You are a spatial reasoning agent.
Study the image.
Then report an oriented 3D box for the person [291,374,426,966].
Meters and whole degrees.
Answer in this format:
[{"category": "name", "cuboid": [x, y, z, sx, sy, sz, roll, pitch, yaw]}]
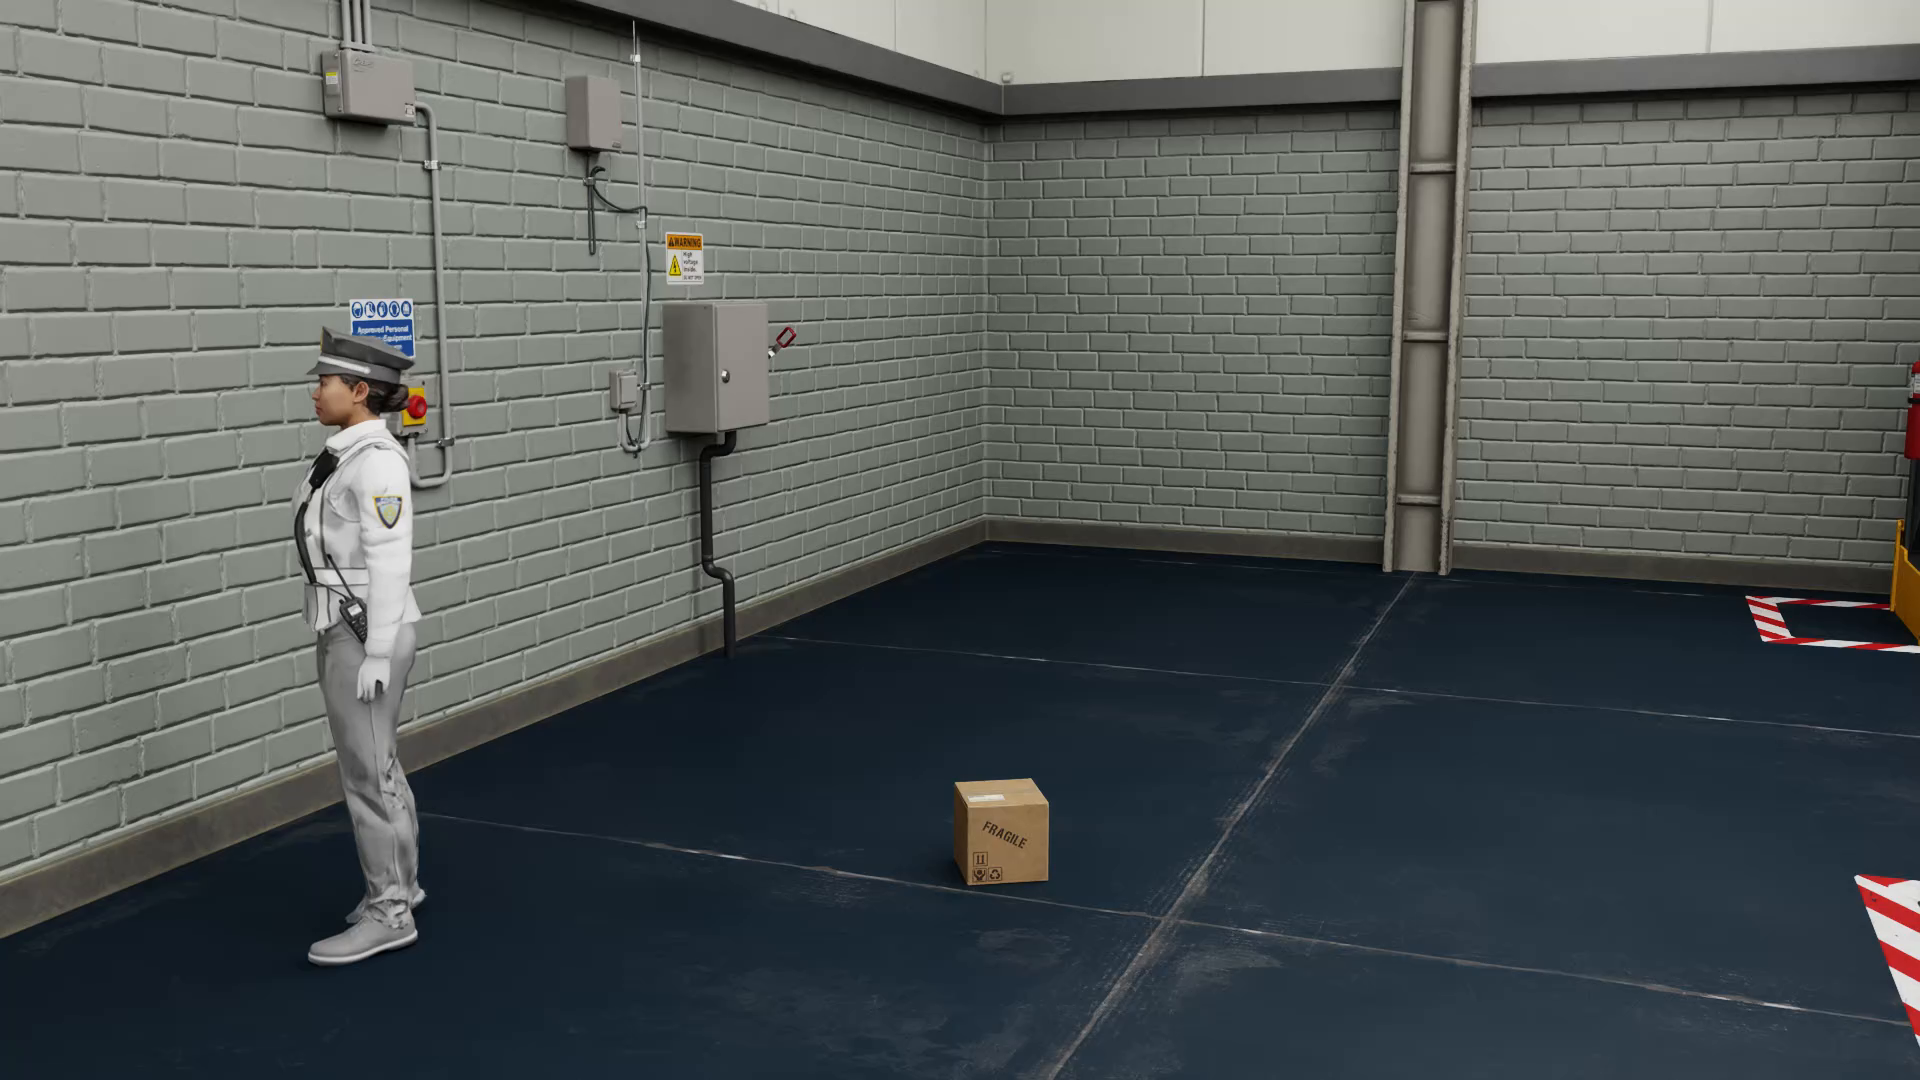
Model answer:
[{"category": "person", "cuboid": [-1.640, 0.320, 4.510, 0.357, 1.723, 0.470, -5, 10, -28]}]
